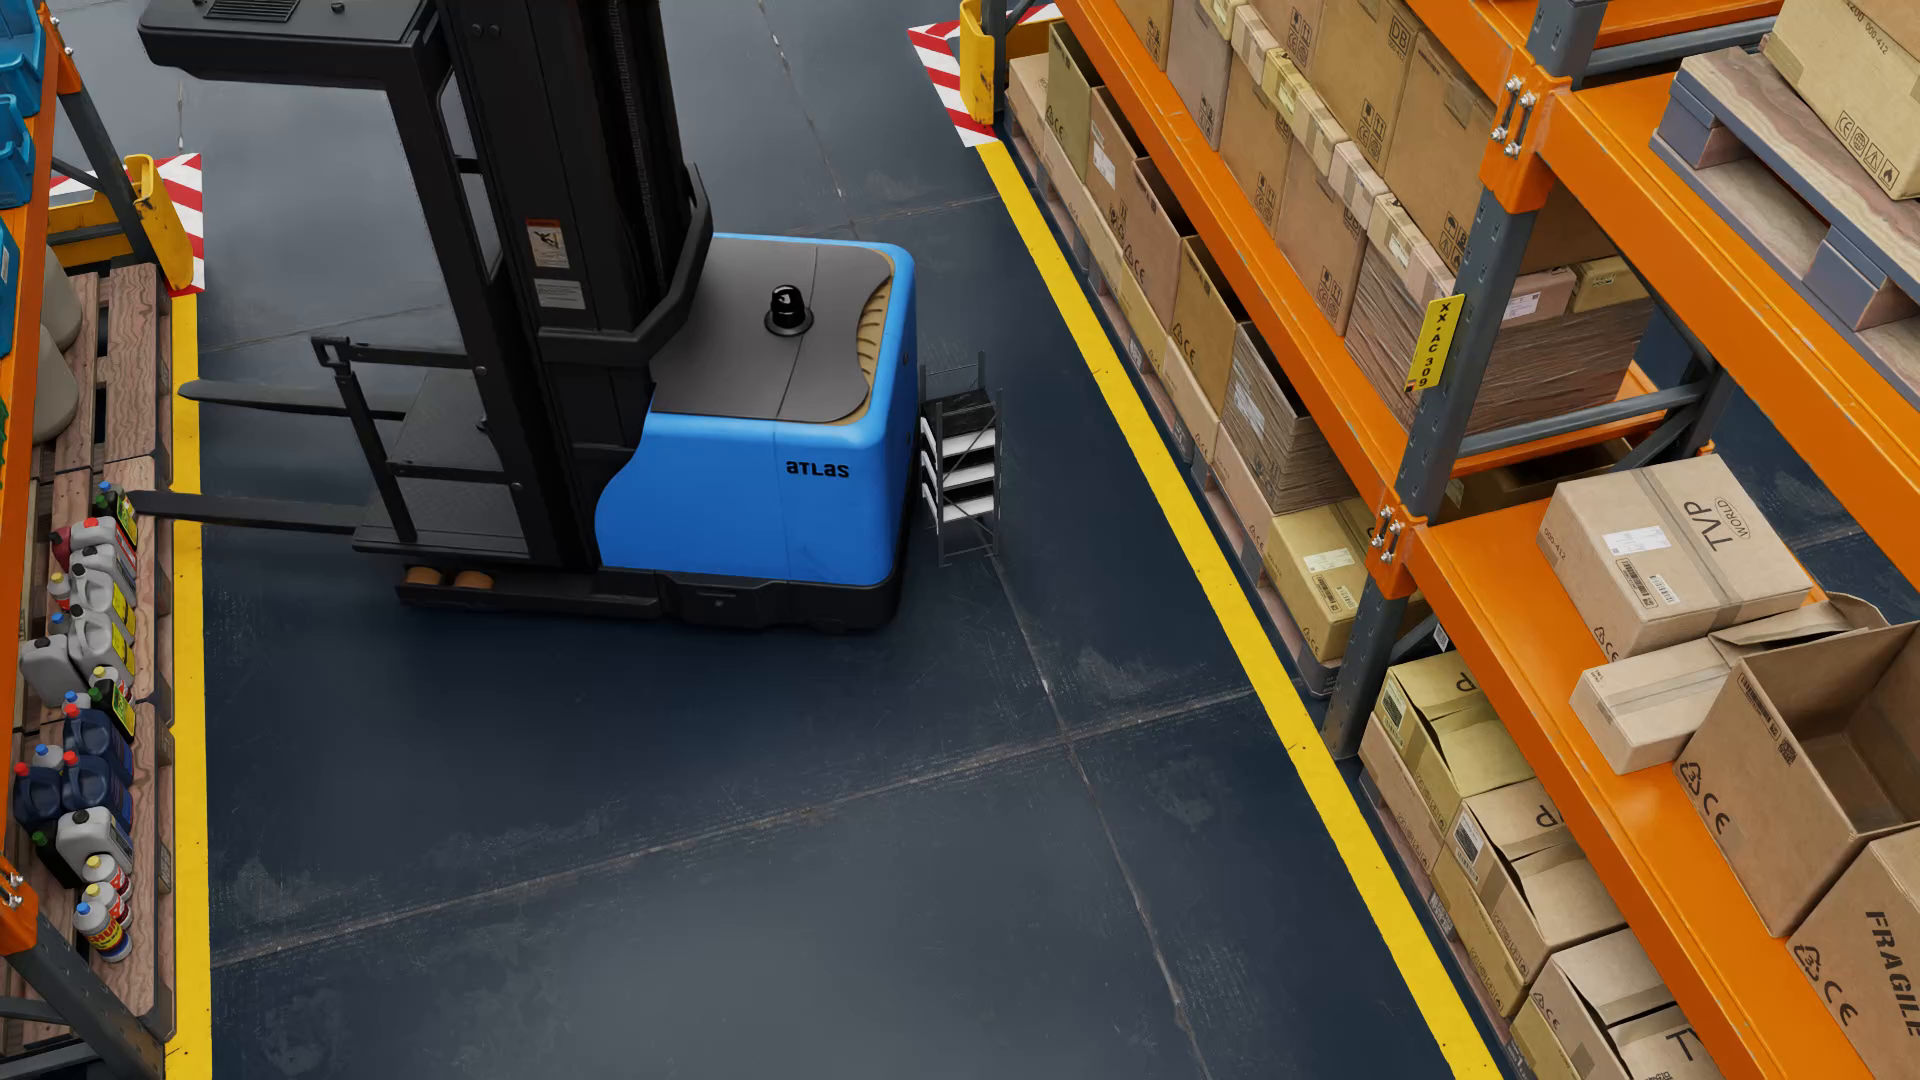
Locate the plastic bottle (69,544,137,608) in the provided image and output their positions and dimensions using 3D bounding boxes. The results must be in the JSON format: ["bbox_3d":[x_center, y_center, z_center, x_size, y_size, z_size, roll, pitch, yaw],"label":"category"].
[{"bbox_3d":[-3.082,0.127,5.965,0.152,0.276,0.135,-15,51,-12],"label":"plastic bottle"}]

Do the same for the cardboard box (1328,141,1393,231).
[{"bbox_3d":[1.346,-1.102,5.017,0.380,0.149,0.250,-15,51,-12],"label":"cardboard box"}]

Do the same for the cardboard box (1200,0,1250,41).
[{"bbox_3d":[1.042,-1.851,5.649,0.380,0.149,0.250,-12,51,-10],"label":"cardboard box"}]

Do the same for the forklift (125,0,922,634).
[{"bbox_3d":[-1.700,-1.073,5.527,3.031,2.935,1.130,4,50,4],"label":"forklift"}]

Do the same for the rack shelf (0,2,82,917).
[{"bbox_3d":[-3.542,-0.451,5.428,1.077,0.370,4.000,-13,51,-11],"label":"rack shelf"}]

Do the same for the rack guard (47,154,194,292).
[{"bbox_3d":[-4.066,-1.293,7.302,1.175,0.500,0.348,-13,51,-11],"label":"rack guard"}]

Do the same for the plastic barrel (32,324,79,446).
[{"bbox_3d":[-3.718,-0.647,6.476,0.421,0.512,0.421,0,50,0],"label":"plastic barrel"}]

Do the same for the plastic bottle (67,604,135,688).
[{"bbox_3d":[-2.975,0.359,5.720,0.144,0.351,0.185,-14,51,-11],"label":"plastic bottle"}]

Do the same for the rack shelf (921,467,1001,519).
[{"bbox_3d":[0.002,-0.205,6.285,0.258,0.077,0.200,-13,51,-11],"label":"rack shelf"}]

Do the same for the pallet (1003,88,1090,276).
[{"bbox_3d":[0.865,-1.813,7.930,1.003,0.211,1.213,-13,51,-11],"label":"pallet"}]

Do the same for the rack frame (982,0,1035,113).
[{"bbox_3d":[0.599,-3.260,7.326,1.000,3.000,0.127,-13,51,-11],"label":"rack frame"}]

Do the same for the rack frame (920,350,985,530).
[{"bbox_3d":[-0.028,-0.358,6.253,0.240,0.900,0.006,-13,51,-11],"label":"rack frame"}]

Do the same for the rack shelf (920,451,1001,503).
[{"bbox_3d":[0.002,-0.263,6.216,0.258,0.077,0.200,-13,51,-11],"label":"rack shelf"}]

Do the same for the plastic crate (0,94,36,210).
[{"bbox_3d":[-3.513,-1.322,5.789,0.499,0.251,0.408,-13,51,-11],"label":"plastic crate"}]

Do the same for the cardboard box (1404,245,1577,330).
[{"bbox_3d":[1.497,-0.730,4.704,0.380,0.149,0.250,-13,51,-11],"label":"cardboard box"}]

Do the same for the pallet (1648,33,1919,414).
[{"bbox_3d":[2.055,-0.603,3.249,0.805,0.209,1.217,-15,52,-12],"label":"pallet"}]

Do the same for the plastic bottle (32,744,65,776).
[{"bbox_3d":[-2.951,0.754,5.439,0.097,0.271,0.097,0,50,0],"label":"plastic bottle"}]

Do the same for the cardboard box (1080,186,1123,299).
[{"bbox_3d":[0.844,-1.338,7.229,0.500,0.250,0.500,-13,51,-11],"label":"cardboard box"}]

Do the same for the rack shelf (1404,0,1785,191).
[{"bbox_3d":[1.191,-2.535,5.223,1.077,0.370,4.000,-13,51,-11],"label":"rack shelf"}]

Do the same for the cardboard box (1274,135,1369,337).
[{"bbox_3d":[1.483,-1.078,5.421,0.700,0.500,0.500,-14,51,-11],"label":"cardboard box"}]

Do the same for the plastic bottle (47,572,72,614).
[{"bbox_3d":[-3.196,0.193,5.958,0.097,0.201,0.097,0,50,0],"label":"plastic bottle"}]

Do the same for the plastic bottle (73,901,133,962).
[{"bbox_3d":[-2.626,1.184,5.076,0.097,0.271,0.097,0,50,0],"label":"plastic bottle"}]

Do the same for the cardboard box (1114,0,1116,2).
[{"bbox_3d":[0.885,-2.566,6.676,0.700,0.500,0.500,-12,51,-10],"label":"cardboard box"}]

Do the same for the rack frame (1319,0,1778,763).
[{"bbox_3d":[1.782,-0.339,4.863,1.000,3.000,0.127,-13,51,-11],"label":"rack frame"}]

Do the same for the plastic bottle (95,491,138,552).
[{"bbox_3d":[-3.120,-0.086,6.139,0.061,0.283,0.133,-12,51,-10],"label":"plastic bottle"}]

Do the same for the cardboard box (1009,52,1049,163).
[{"bbox_3d":[0.545,-2.067,7.844,0.500,0.250,0.500,-13,51,-11],"label":"cardboard box"}]

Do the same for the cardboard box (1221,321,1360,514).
[{"bbox_3d":[1.299,-0.487,6.021,0.500,0.500,0.500,-13,51,-11],"label":"cardboard box"}]

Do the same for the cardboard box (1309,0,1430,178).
[{"bbox_3d":[1.494,-1.481,4.912,0.700,0.500,0.500,-13,51,-11],"label":"cardboard box"}]

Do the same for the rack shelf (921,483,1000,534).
[{"bbox_3d":[0.002,-0.147,6.354,0.258,0.077,0.200,-13,51,-11],"label":"rack shelf"}]

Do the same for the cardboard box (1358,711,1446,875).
[{"bbox_3d":[1.665,0.763,5.459,0.500,0.250,0.500,-14,51,-12],"label":"cardboard box"}]

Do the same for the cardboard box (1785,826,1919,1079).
[{"bbox_3d":[2.298,0.944,3.717,0.500,0.500,0.500,-13,51,-11],"label":"cardboard box"}]

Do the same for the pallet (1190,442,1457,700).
[{"bbox_3d":[1.587,-0.030,6.427,1.003,0.211,1.213,-13,51,-11],"label":"pallet"}]

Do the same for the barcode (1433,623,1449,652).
[{"bbox_3d":[1.460,0.296,5.047,0.001,0.075,0.075,-13,51,-11],"label":"barcode"}]

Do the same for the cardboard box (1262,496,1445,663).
[{"bbox_3d":[1.436,0.123,5.998,0.500,0.250,0.500,-13,51,-11],"label":"cardboard box"}]

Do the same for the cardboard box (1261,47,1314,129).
[{"bbox_3d":[1.198,-1.474,5.331,0.380,0.149,0.250,-14,51,-11],"label":"cardboard box"}]

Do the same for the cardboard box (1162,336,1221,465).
[{"bbox_3d":[1.136,-0.607,6.613,0.500,0.250,0.500,-13,51,-11],"label":"cardboard box"}]

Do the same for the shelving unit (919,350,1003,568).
[{"bbox_3d":[0.002,-0.284,6.191,0.258,0.900,0.210,-13,51,-11],"label":"shelving unit"}]

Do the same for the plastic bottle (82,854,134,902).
[{"bbox_3d":[-2.686,1.058,5.228,0.097,0.201,0.097,0,50,0],"label":"plastic bottle"}]

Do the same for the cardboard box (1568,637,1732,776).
[{"bbox_3d":[1.849,0.435,4.375,0.380,0.149,0.250,-13,51,-11],"label":"cardboard box"}]

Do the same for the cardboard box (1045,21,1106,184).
[{"bbox_3d":[0.695,-1.944,7.250,0.500,0.500,0.500,-13,51,-11],"label":"cardboard box"}]

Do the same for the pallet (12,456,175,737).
[{"bbox_3d":[-3.474,0.285,6.162,1.003,0.211,1.213,-13,51,-11],"label":"pallet"}]

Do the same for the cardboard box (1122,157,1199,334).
[{"bbox_3d":[0.986,-1.213,6.634,0.500,0.500,0.500,-13,51,-11],"label":"cardboard box"}]

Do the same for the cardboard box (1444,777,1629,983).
[{"bbox_3d":[1.809,0.956,4.929,0.500,0.311,0.500,-14,51,-11],"label":"cardboard box"}]

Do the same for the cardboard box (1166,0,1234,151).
[{"bbox_3d":[1.185,-1.819,6.046,0.700,0.500,0.500,-12,51,-10],"label":"cardboard box"}]

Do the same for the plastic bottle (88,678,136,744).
[{"bbox_3d":[-2.858,0.561,5.594,0.061,0.283,0.133,-11,51,-9],"label":"plastic bottle"}]

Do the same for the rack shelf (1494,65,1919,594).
[{"bbox_3d":[2.374,0.387,2.760,1.077,0.370,4.000,-13,51,-11],"label":"rack shelf"}]

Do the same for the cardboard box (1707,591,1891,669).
[{"bbox_3d":[2.218,0.305,4.409,0.396,0.266,0.258,-14,51,-12],"label":"cardboard box"}]

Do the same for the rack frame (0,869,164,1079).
[{"bbox_3d":[-2.951,0.778,3.922,1.000,3.000,0.127,-13,51,-11],"label":"rack frame"}]

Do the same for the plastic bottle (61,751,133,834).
[{"bbox_3d":[-2.793,0.807,5.342,0.144,0.351,0.185,-12,51,-10],"label":"plastic bottle"}]

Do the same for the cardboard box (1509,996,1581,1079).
[{"bbox_3d":[1.970,1.514,4.825,0.500,0.250,0.500,-15,51,-12],"label":"cardboard box"}]

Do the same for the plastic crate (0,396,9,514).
[{"bbox_3d":[-3.083,-0.209,4.892,0.450,0.188,0.662,-13,51,-11],"label":"plastic crate"}]

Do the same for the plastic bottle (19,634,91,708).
[{"bbox_3d":[-3.109,0.435,5.705,0.152,0.276,0.135,-13,51,-11],"label":"plastic bottle"}]

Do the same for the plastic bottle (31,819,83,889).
[{"bbox_3d":[-2.850,0.975,5.245,0.061,0.283,0.133,-13,51,-11],"label":"plastic bottle"}]
